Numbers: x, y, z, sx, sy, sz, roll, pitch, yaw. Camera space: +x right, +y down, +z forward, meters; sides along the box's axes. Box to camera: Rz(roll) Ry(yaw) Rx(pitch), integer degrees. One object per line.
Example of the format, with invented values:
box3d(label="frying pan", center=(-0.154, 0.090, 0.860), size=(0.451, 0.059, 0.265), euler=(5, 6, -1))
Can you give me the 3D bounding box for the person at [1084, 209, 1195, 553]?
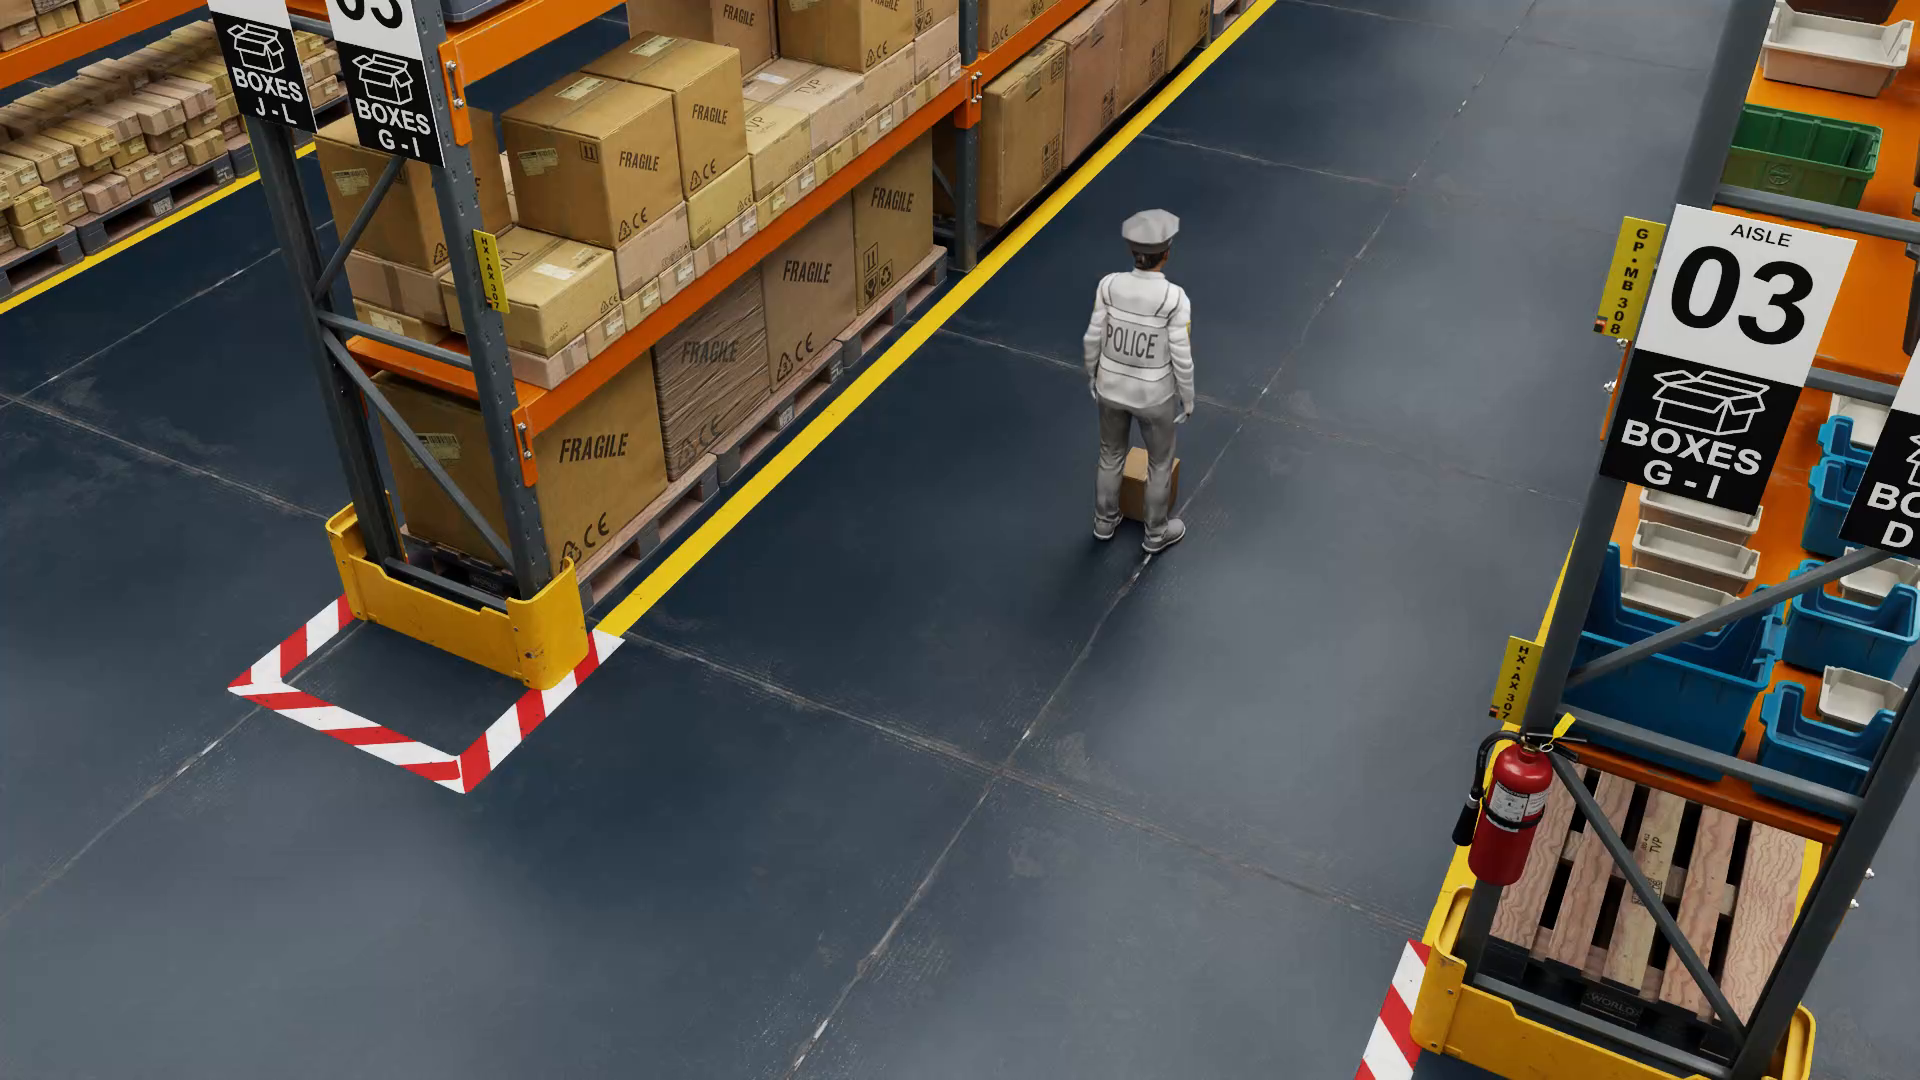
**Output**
box3d(label="person", center=(0.818, -0.687, 7.619), size=(0.528, 1.664, 0.372), euler=(18, 42, 21))
